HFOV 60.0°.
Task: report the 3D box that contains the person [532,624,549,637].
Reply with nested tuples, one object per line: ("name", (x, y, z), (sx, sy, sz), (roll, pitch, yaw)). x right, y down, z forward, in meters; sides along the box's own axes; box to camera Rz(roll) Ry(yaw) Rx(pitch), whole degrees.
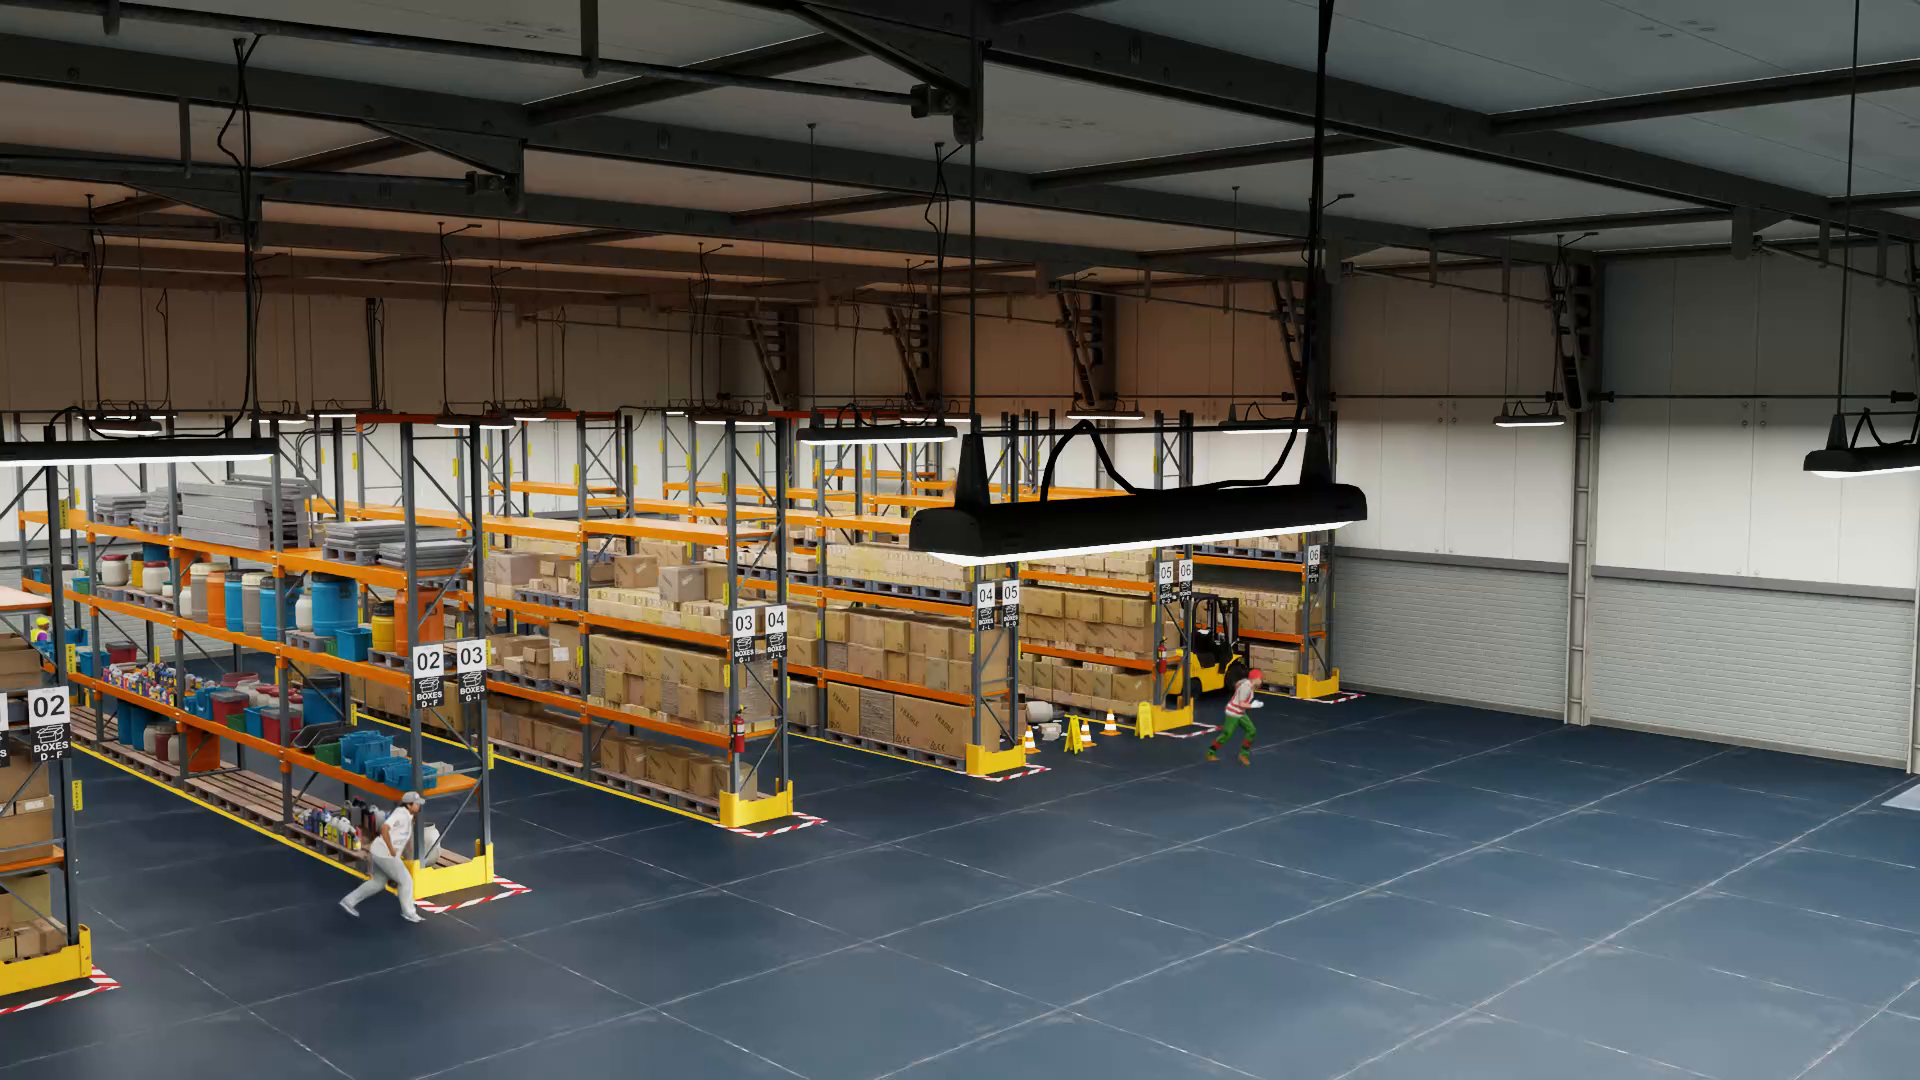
("person", (-10.217, 1.926, 40.756), (0.919, 1.702, 0.577), (-1, 5, -13))

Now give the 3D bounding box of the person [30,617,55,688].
("person", (-18.976, 2.505, 34.195), (0.861, 1.833, 0.675), (-3, 6, -34))

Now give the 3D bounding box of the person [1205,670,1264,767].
("person", (4.708, 3.049, 28.471), (1.007, 1.715, 0.705), (2, 5, 20))

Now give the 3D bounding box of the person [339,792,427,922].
("person", (-6.906, 3.839, 19.902), (1.031, 1.627, 0.641), (-1, 5, -15))
